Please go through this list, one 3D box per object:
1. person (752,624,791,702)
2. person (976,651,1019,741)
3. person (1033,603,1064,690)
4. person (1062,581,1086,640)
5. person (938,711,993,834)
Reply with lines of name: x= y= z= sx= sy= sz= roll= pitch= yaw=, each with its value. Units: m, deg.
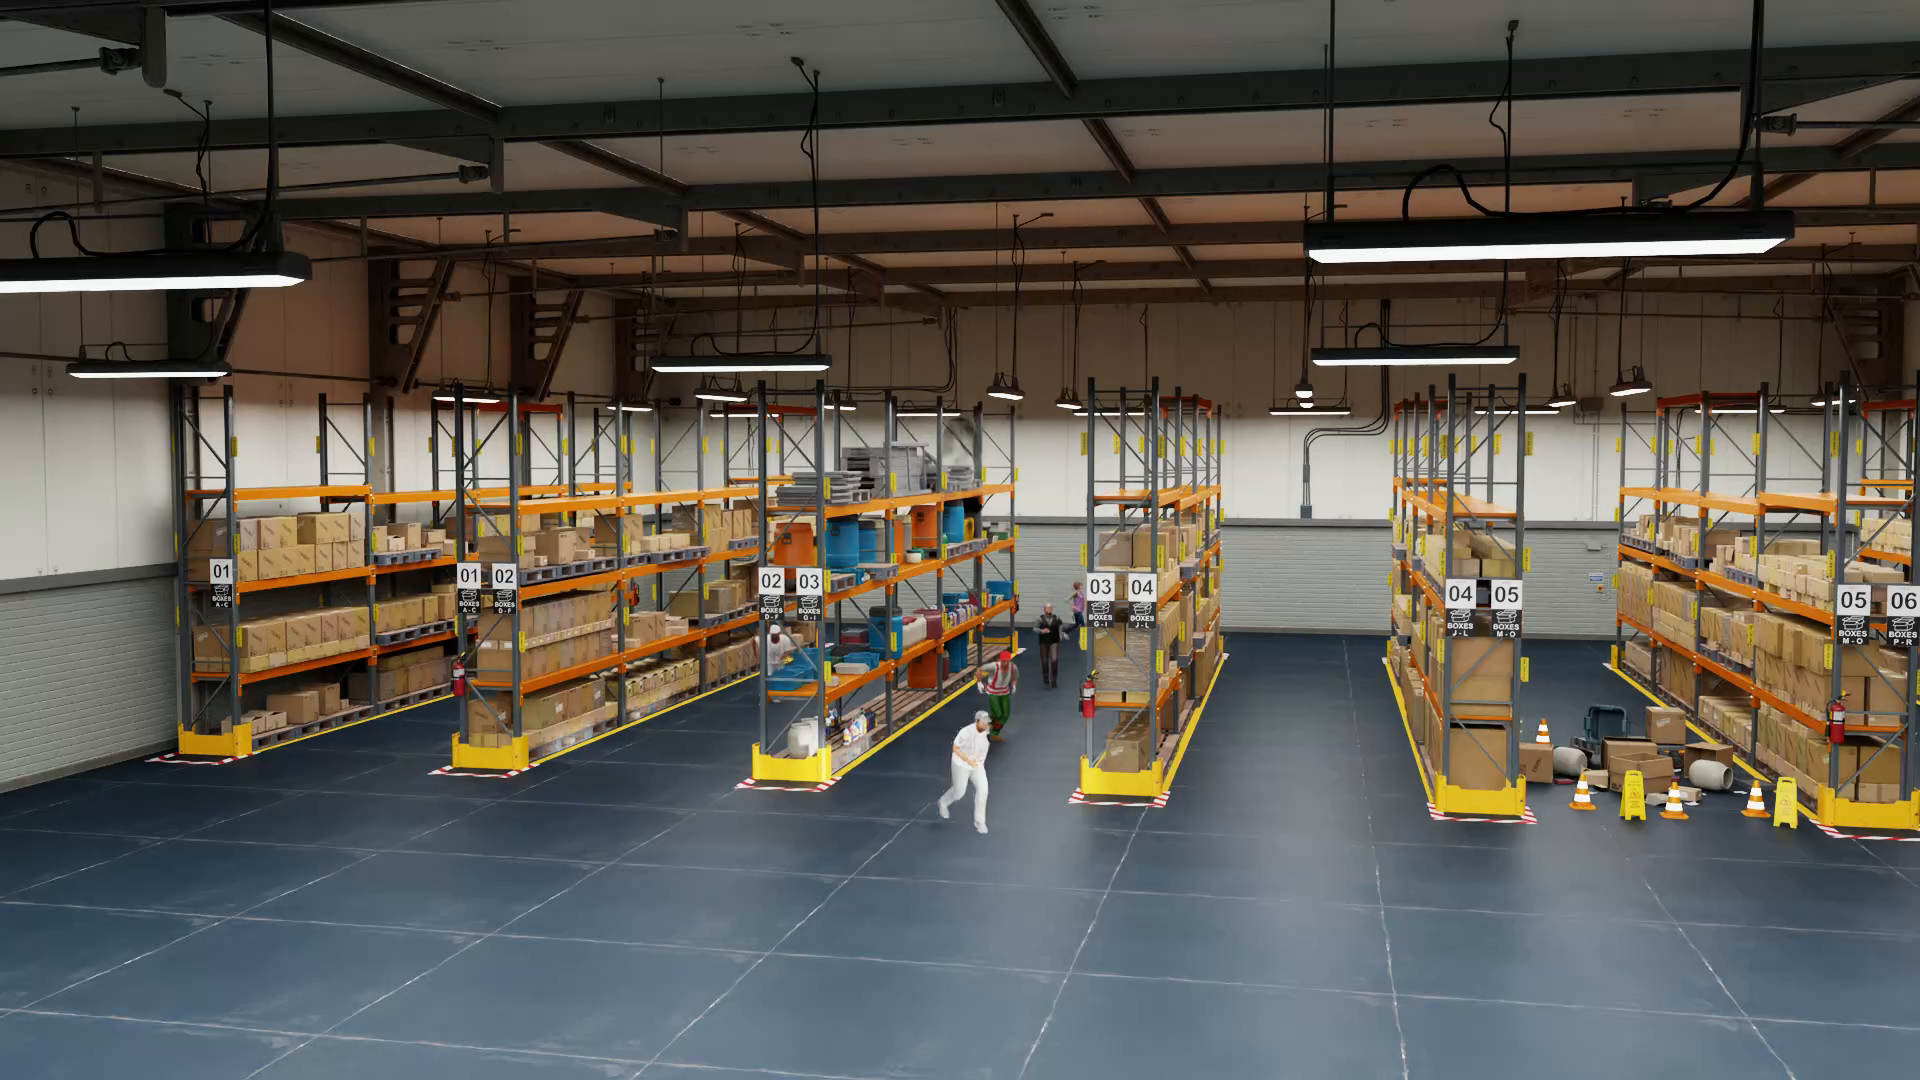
person: x=-3.656 y=2.405 z=32.306 sx=0.735 sy=1.578 sz=0.837 roll=-1 pitch=3 yaw=-11
person: x=0.640 y=2.639 z=28.122 sx=0.694 sy=1.590 sz=0.828 roll=-1 pitch=3 yaw=-19
person: x=1.842 y=2.198 z=34.650 sx=0.641 sy=1.775 sz=0.791 roll=0 pitch=3 yaw=2
person: x=2.981 y=1.829 z=42.185 sx=0.891 sy=1.581 sz=0.539 roll=1 pitch=3 yaw=21
person: x=0.080 y=3.009 z=21.882 sx=0.641 sy=1.628 sz=1.028 roll=-3 pitch=4 yaw=-42
